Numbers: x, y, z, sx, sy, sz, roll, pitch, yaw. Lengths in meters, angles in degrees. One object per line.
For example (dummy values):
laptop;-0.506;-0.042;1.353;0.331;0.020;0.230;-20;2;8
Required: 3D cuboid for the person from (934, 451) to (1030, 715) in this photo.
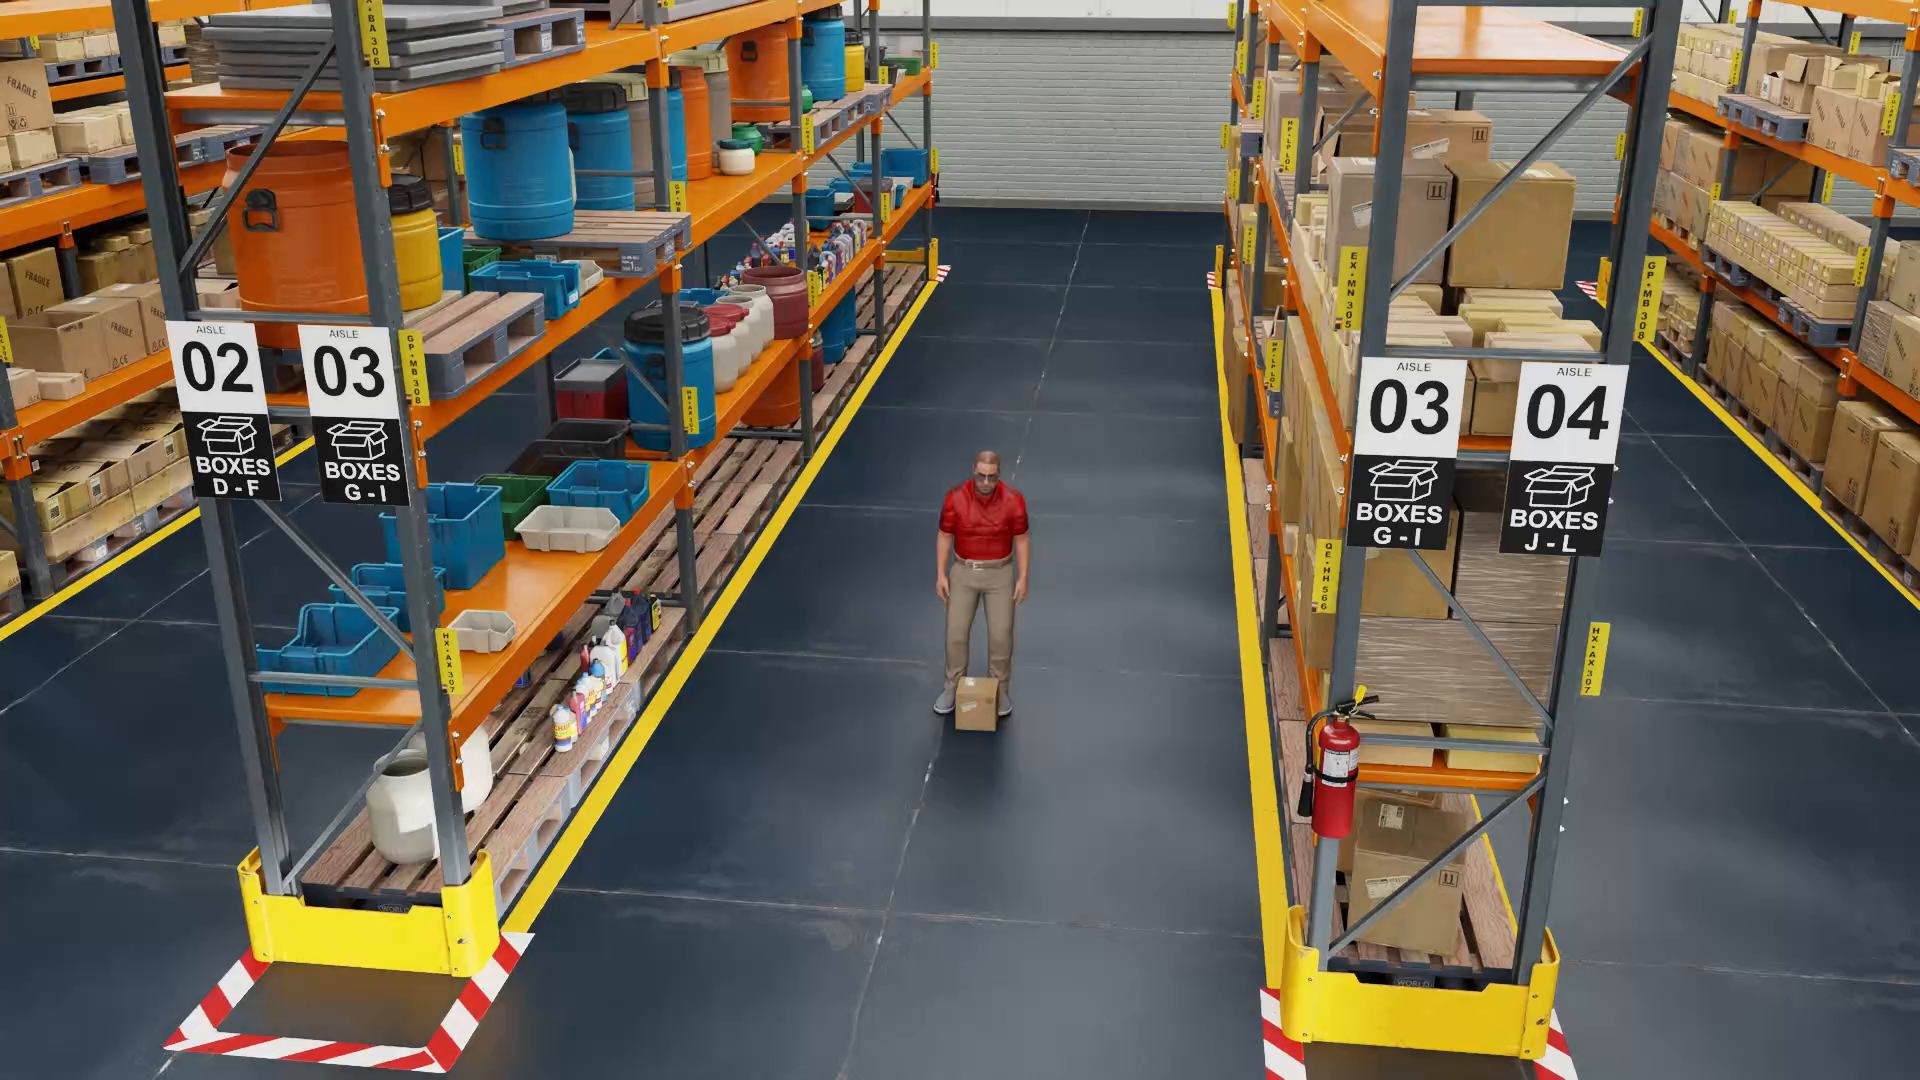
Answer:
person;0.137;0.251;10.451;0.597;1.725;0.393;1;21;3
